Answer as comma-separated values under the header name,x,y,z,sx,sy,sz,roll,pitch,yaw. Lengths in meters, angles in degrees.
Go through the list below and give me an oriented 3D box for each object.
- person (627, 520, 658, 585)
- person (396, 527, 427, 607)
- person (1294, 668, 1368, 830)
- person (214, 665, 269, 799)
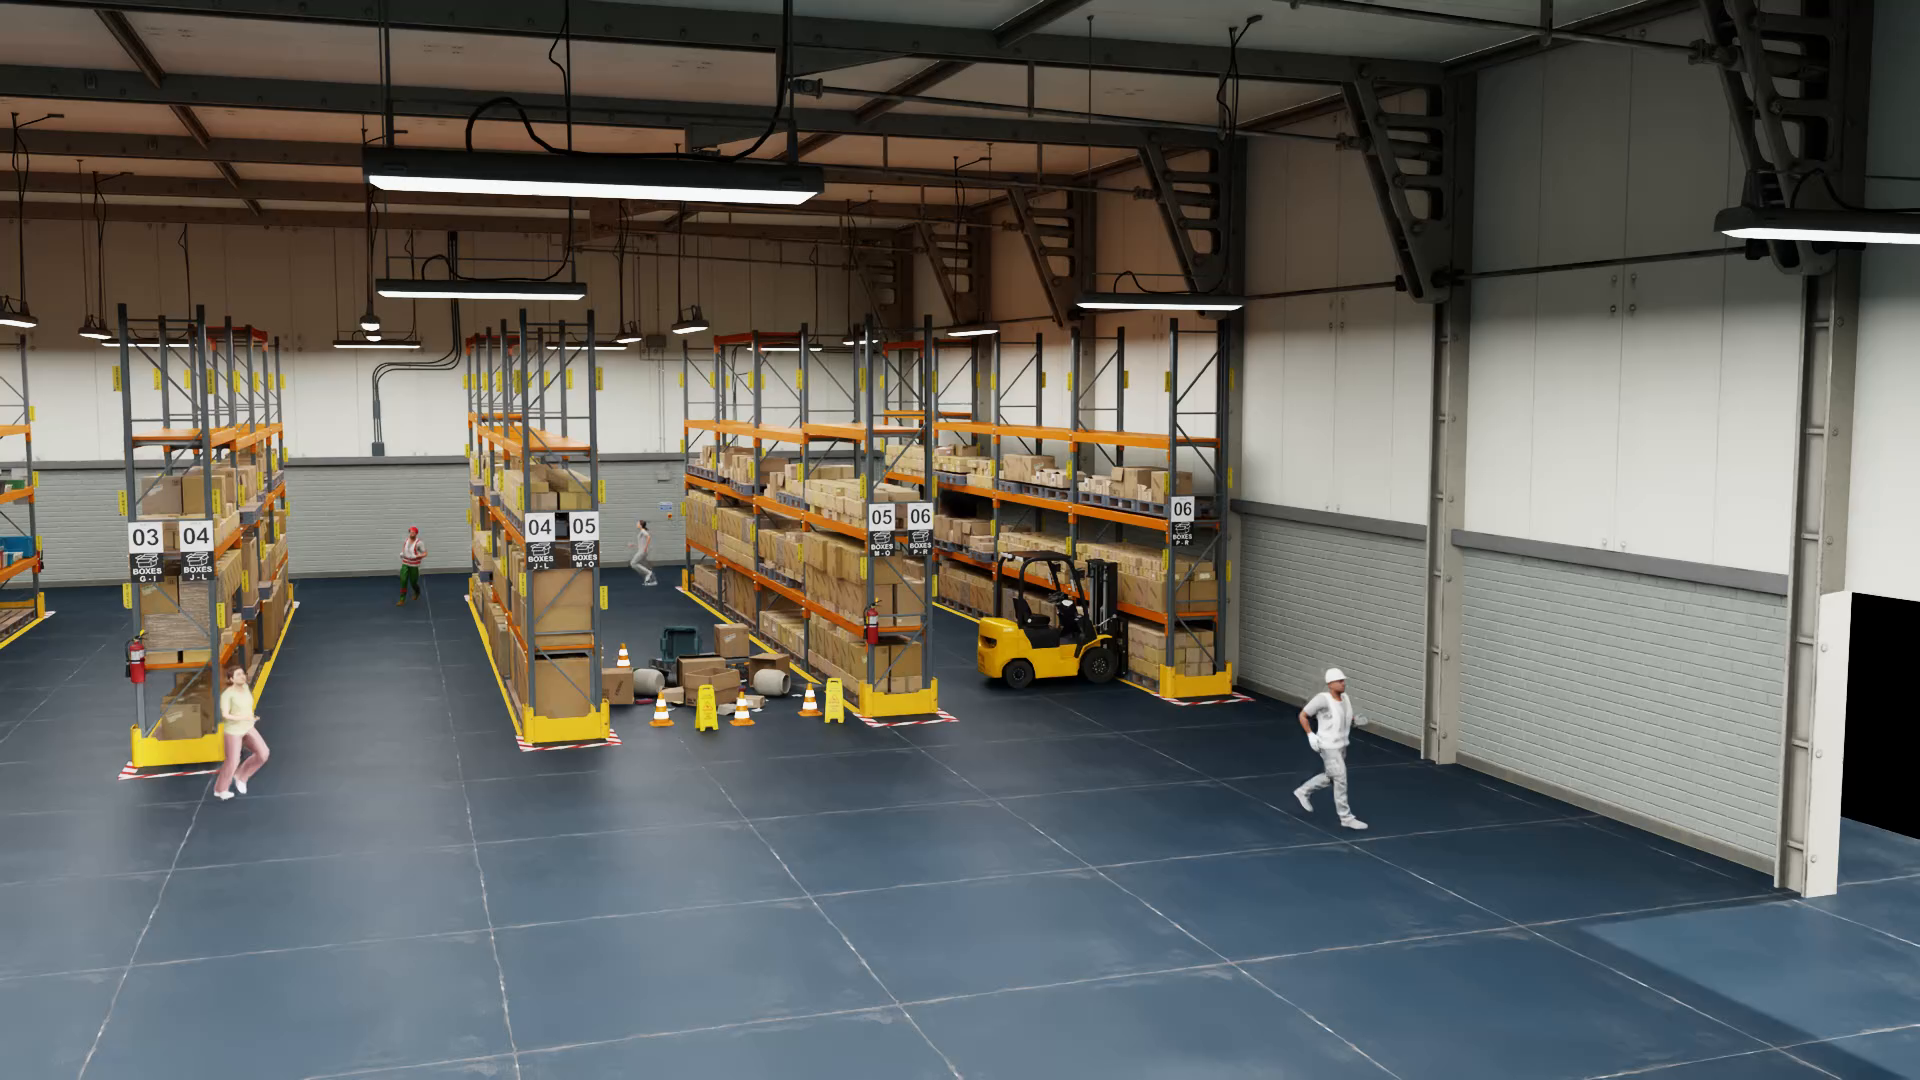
name,x,y,z,sx,sy,sz,roll,pitch,yaw
person,-7.801,0.319,40.795,0.722,1.624,0.590,-1,5,-7
person,-12.305,0.581,37.441,0.693,1.778,0.897,1,6,11
person,4.175,2.314,18.737,0.979,1.764,0.686,5,7,43
person,-8.606,2.293,19.894,0.755,1.622,0.596,3,6,25
